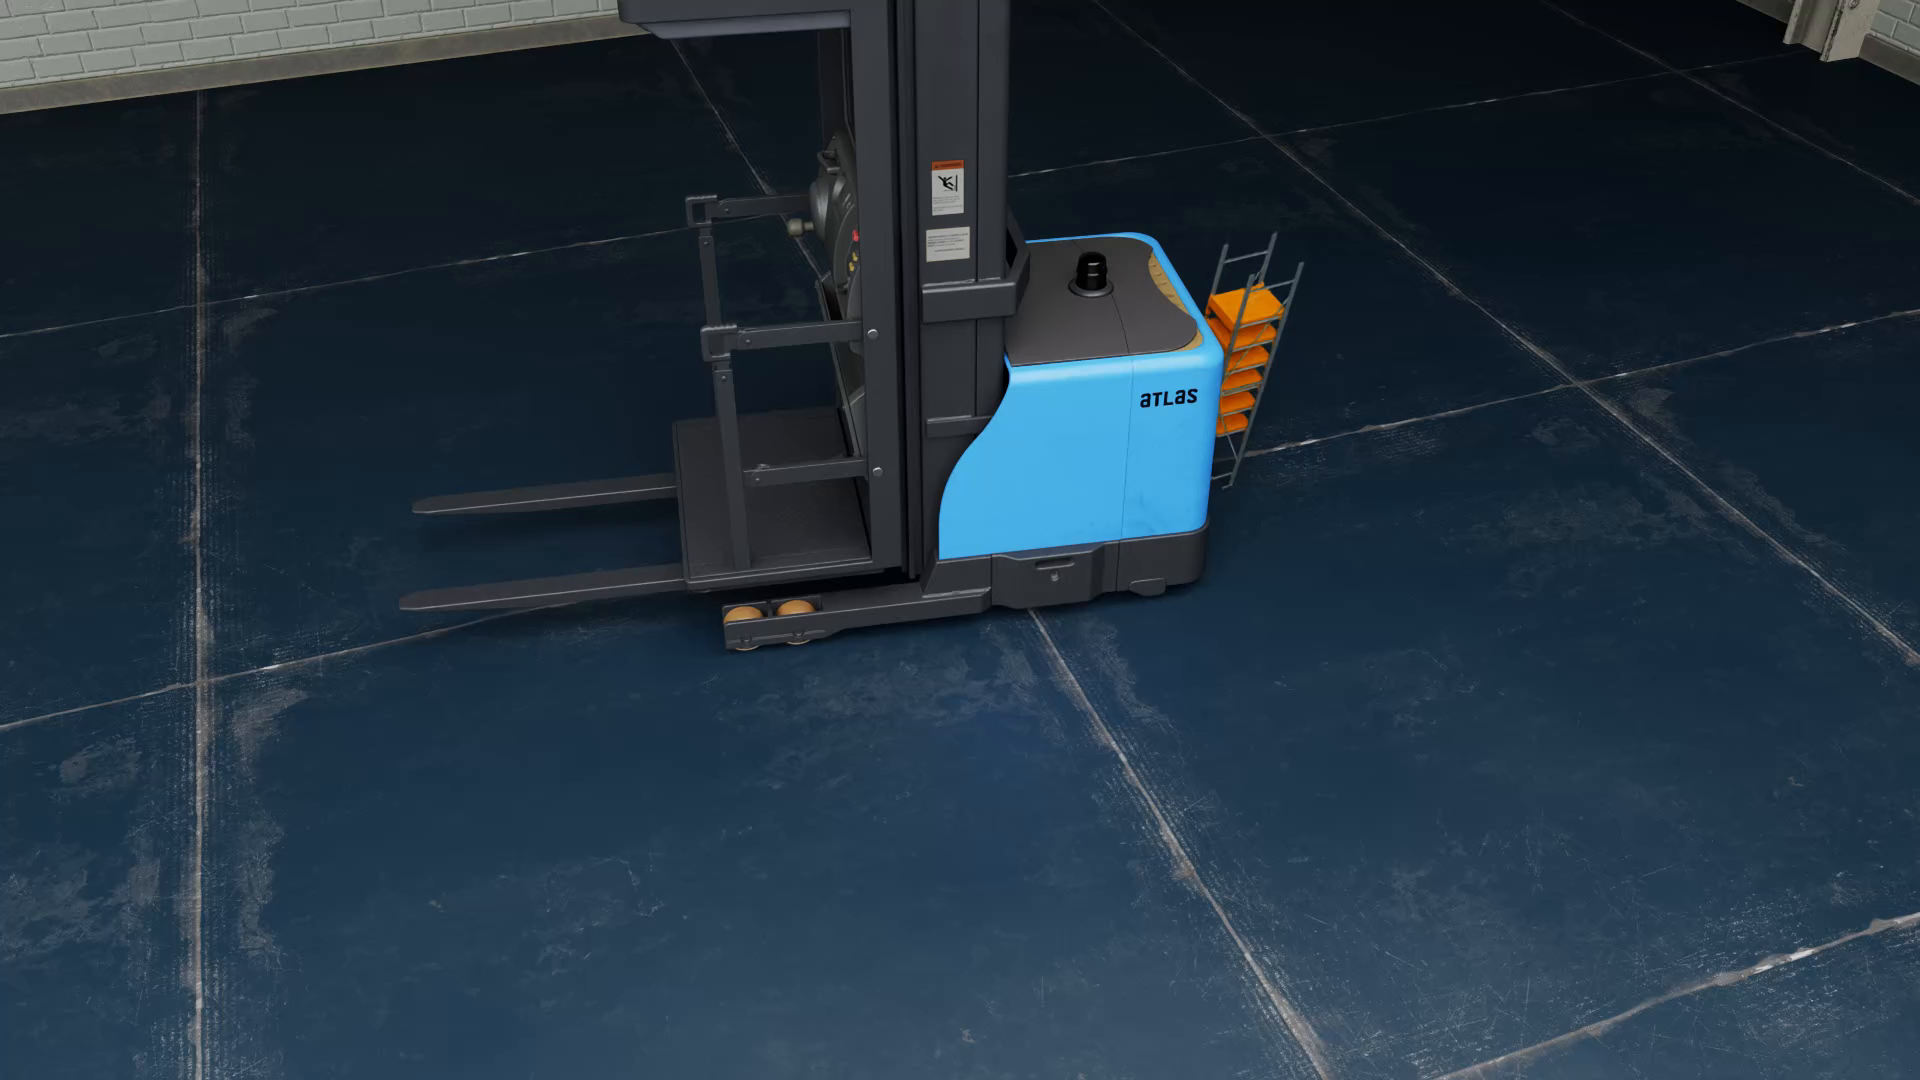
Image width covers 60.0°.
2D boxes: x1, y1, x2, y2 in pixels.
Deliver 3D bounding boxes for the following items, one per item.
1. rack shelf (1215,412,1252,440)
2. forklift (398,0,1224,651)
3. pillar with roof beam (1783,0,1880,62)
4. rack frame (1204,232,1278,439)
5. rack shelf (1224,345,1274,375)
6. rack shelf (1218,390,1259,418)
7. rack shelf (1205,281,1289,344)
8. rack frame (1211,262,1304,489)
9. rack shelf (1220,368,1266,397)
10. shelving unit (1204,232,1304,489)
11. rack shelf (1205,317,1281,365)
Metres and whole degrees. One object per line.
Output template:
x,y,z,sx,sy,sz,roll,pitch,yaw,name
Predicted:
1.039,-0.475,6.832,0.258,0.103,0.180,-16,52,-21,rack shelf
-0.613,-1.103,5.779,3.031,2.935,1.130,-6,37,-8,forklift
1.714,-5.985,7.217,9.100,9.000,0.400,-12,39,-16,pillar with roof beam
1.029,-0.728,6.673,0.240,1.200,0.006,-16,52,-21,rack frame
1.076,-0.715,6.565,0.258,0.103,0.180,-16,52,-21,rack shelf
1.052,-0.555,6.743,0.258,0.103,0.180,-16,52,-21,rack shelf
1.100,-0.874,6.388,0.258,0.103,0.180,-16,52,-21,rack shelf
1.108,-0.600,6.569,0.240,1.200,0.006,-16,52,-21,rack frame
1.064,-0.635,6.654,0.258,0.103,0.180,-16,52,-21,rack shelf
1.068,-0.664,6.621,0.258,1.200,0.189,-16,52,-21,shelving unit
1.088,-0.795,6.477,0.258,0.103,0.180,-16,52,-21,rack shelf
